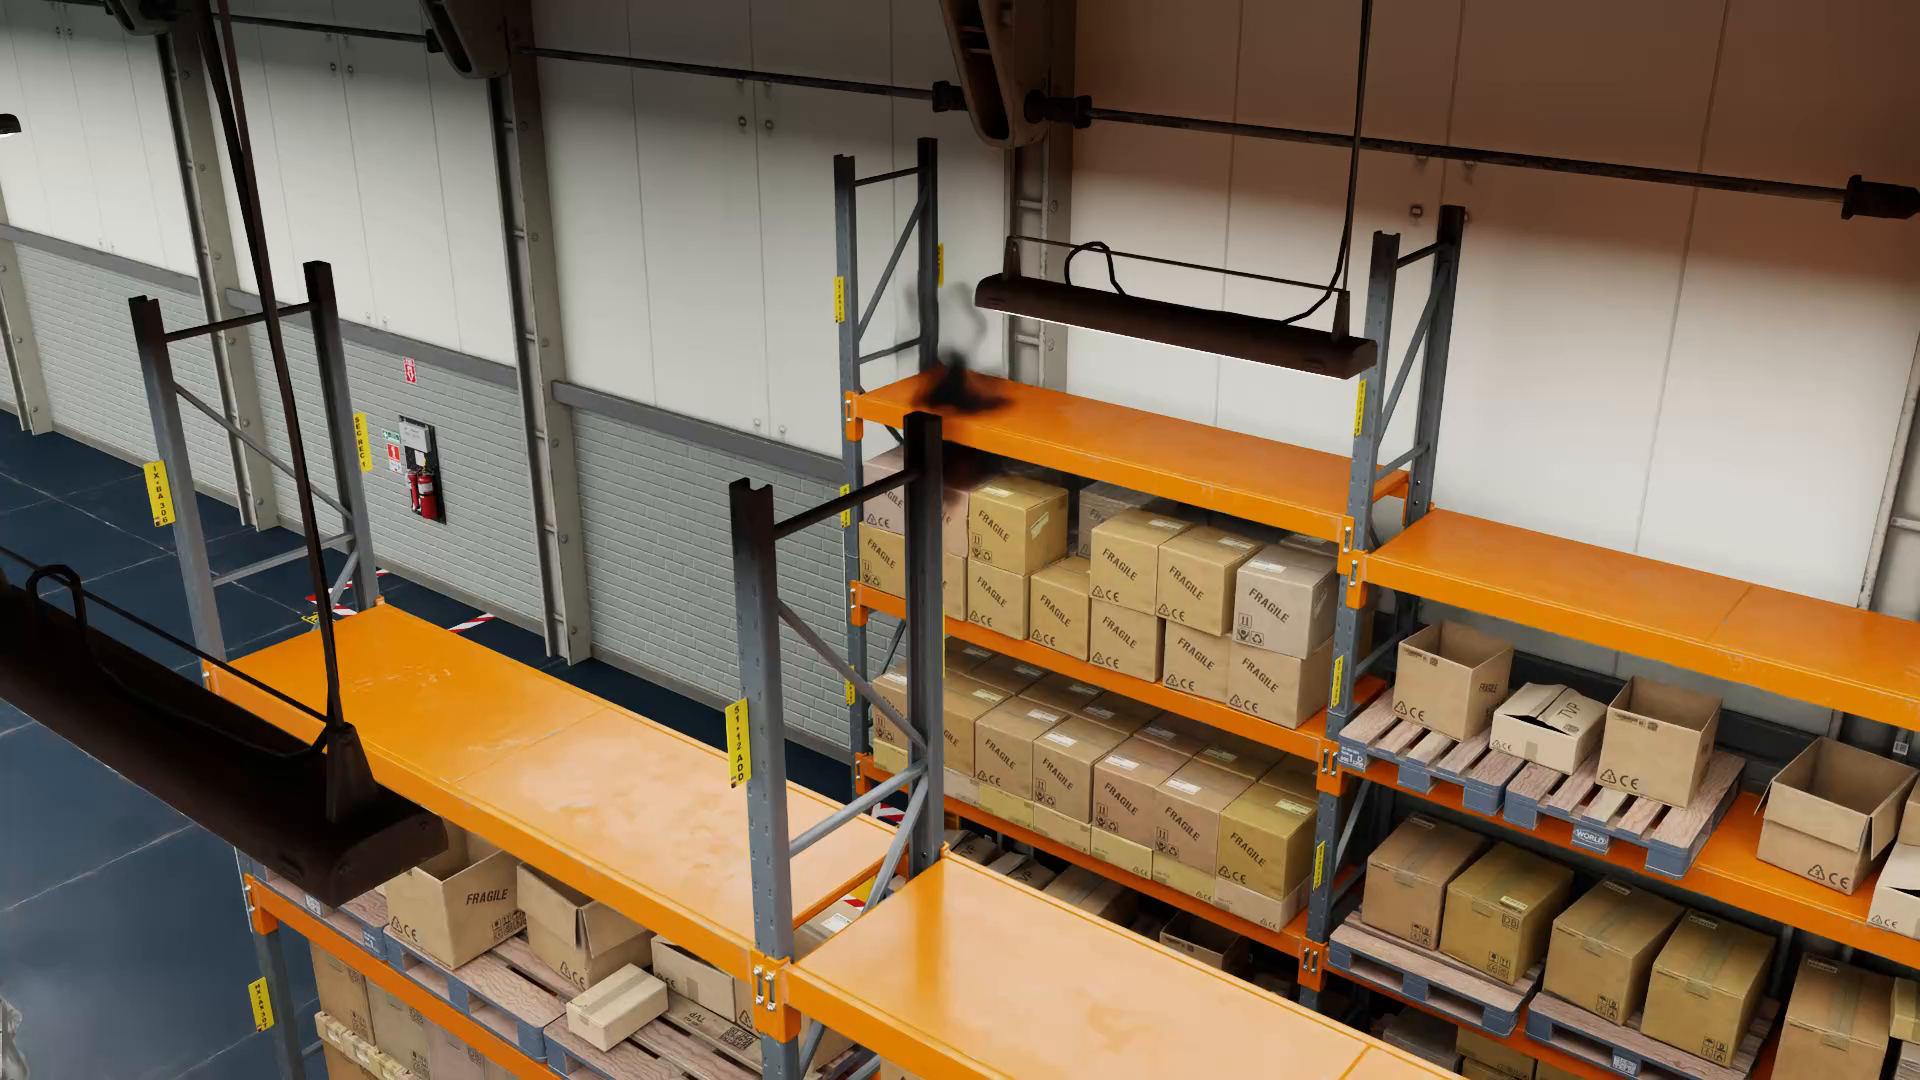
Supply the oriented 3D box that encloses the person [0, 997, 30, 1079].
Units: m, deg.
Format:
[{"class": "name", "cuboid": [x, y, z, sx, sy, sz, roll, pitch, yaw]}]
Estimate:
[{"class": "person", "cuboid": [-6.037, 3.412, 10.470, 0.536, 1.569, 0.551, -11, 25, -24]}]
